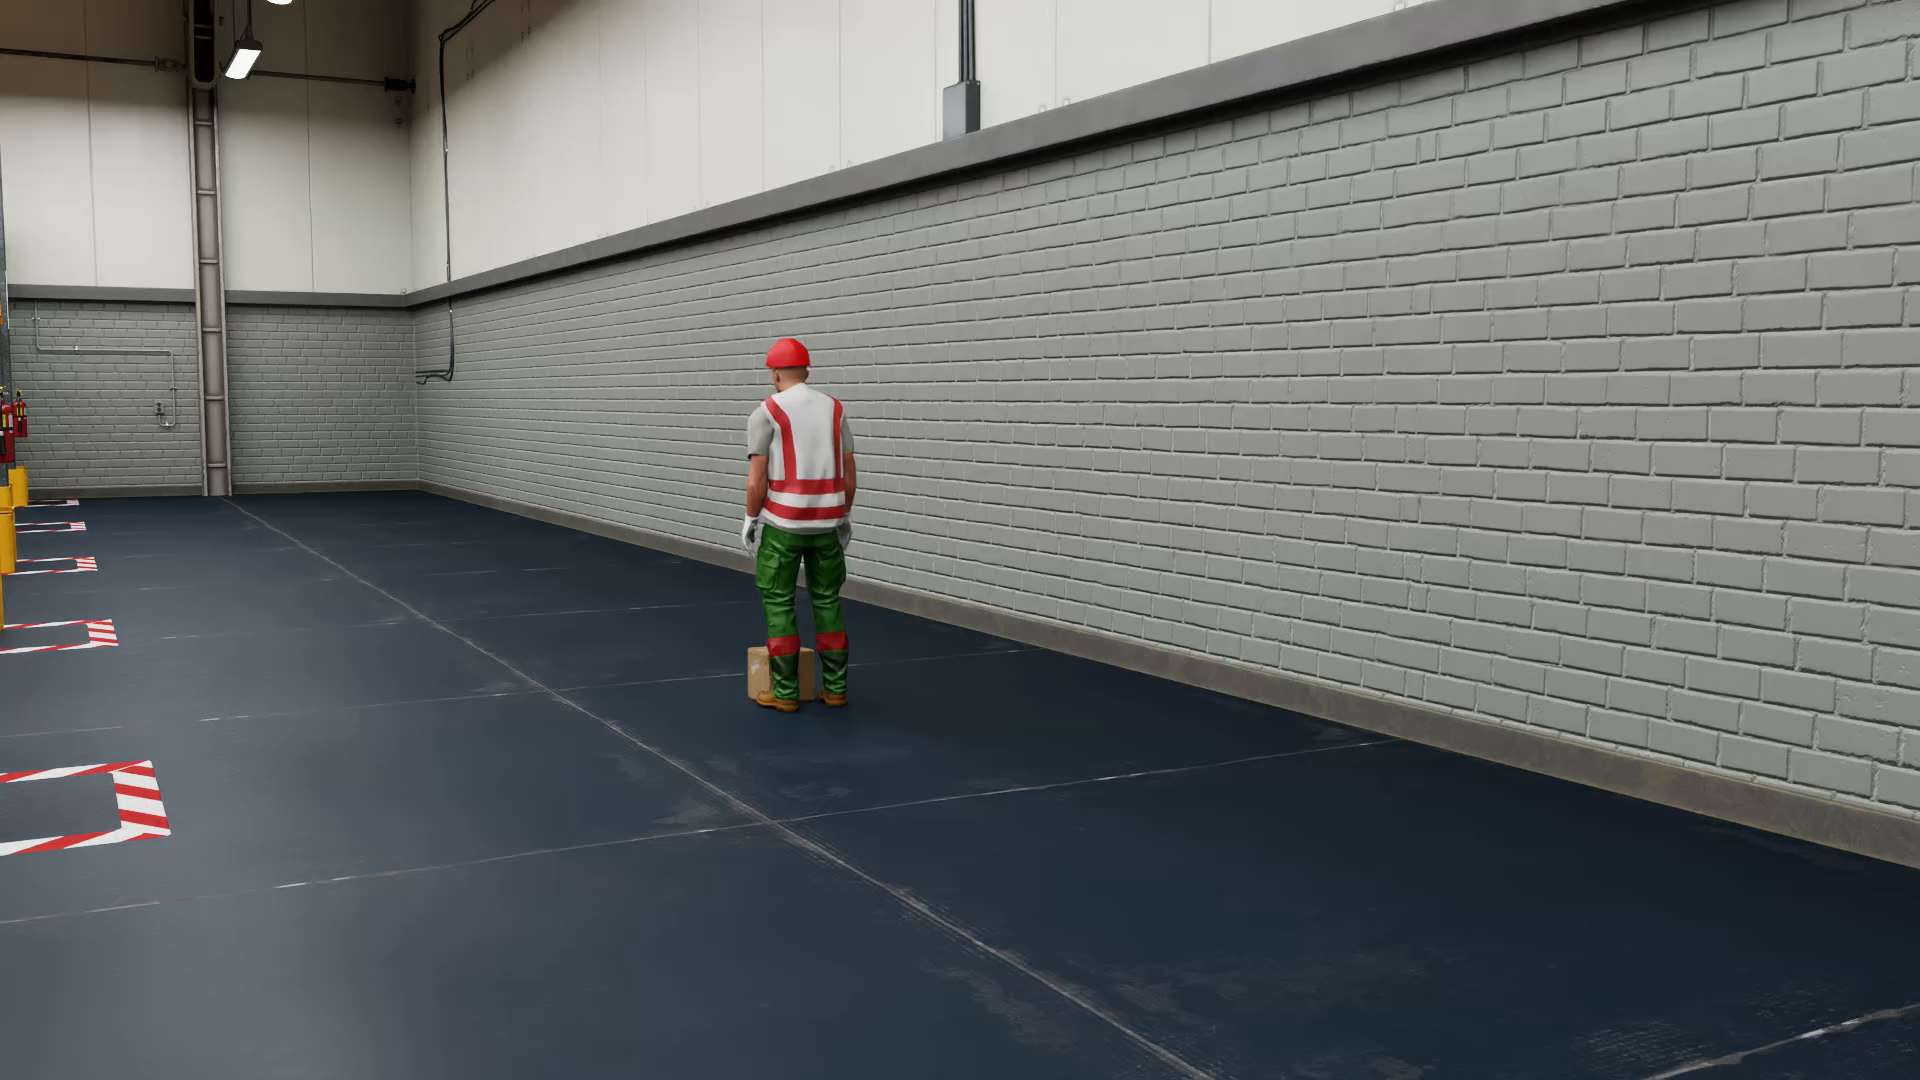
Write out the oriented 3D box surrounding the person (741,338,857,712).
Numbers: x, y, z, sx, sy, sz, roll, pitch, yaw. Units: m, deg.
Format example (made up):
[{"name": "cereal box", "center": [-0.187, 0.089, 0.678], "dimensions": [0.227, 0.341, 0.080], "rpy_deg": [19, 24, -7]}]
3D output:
[{"name": "person", "center": [-0.774, -0.078, 8.002], "dimensions": [0.592, 1.778, 0.447], "rpy_deg": [-3, 6, -31]}]
